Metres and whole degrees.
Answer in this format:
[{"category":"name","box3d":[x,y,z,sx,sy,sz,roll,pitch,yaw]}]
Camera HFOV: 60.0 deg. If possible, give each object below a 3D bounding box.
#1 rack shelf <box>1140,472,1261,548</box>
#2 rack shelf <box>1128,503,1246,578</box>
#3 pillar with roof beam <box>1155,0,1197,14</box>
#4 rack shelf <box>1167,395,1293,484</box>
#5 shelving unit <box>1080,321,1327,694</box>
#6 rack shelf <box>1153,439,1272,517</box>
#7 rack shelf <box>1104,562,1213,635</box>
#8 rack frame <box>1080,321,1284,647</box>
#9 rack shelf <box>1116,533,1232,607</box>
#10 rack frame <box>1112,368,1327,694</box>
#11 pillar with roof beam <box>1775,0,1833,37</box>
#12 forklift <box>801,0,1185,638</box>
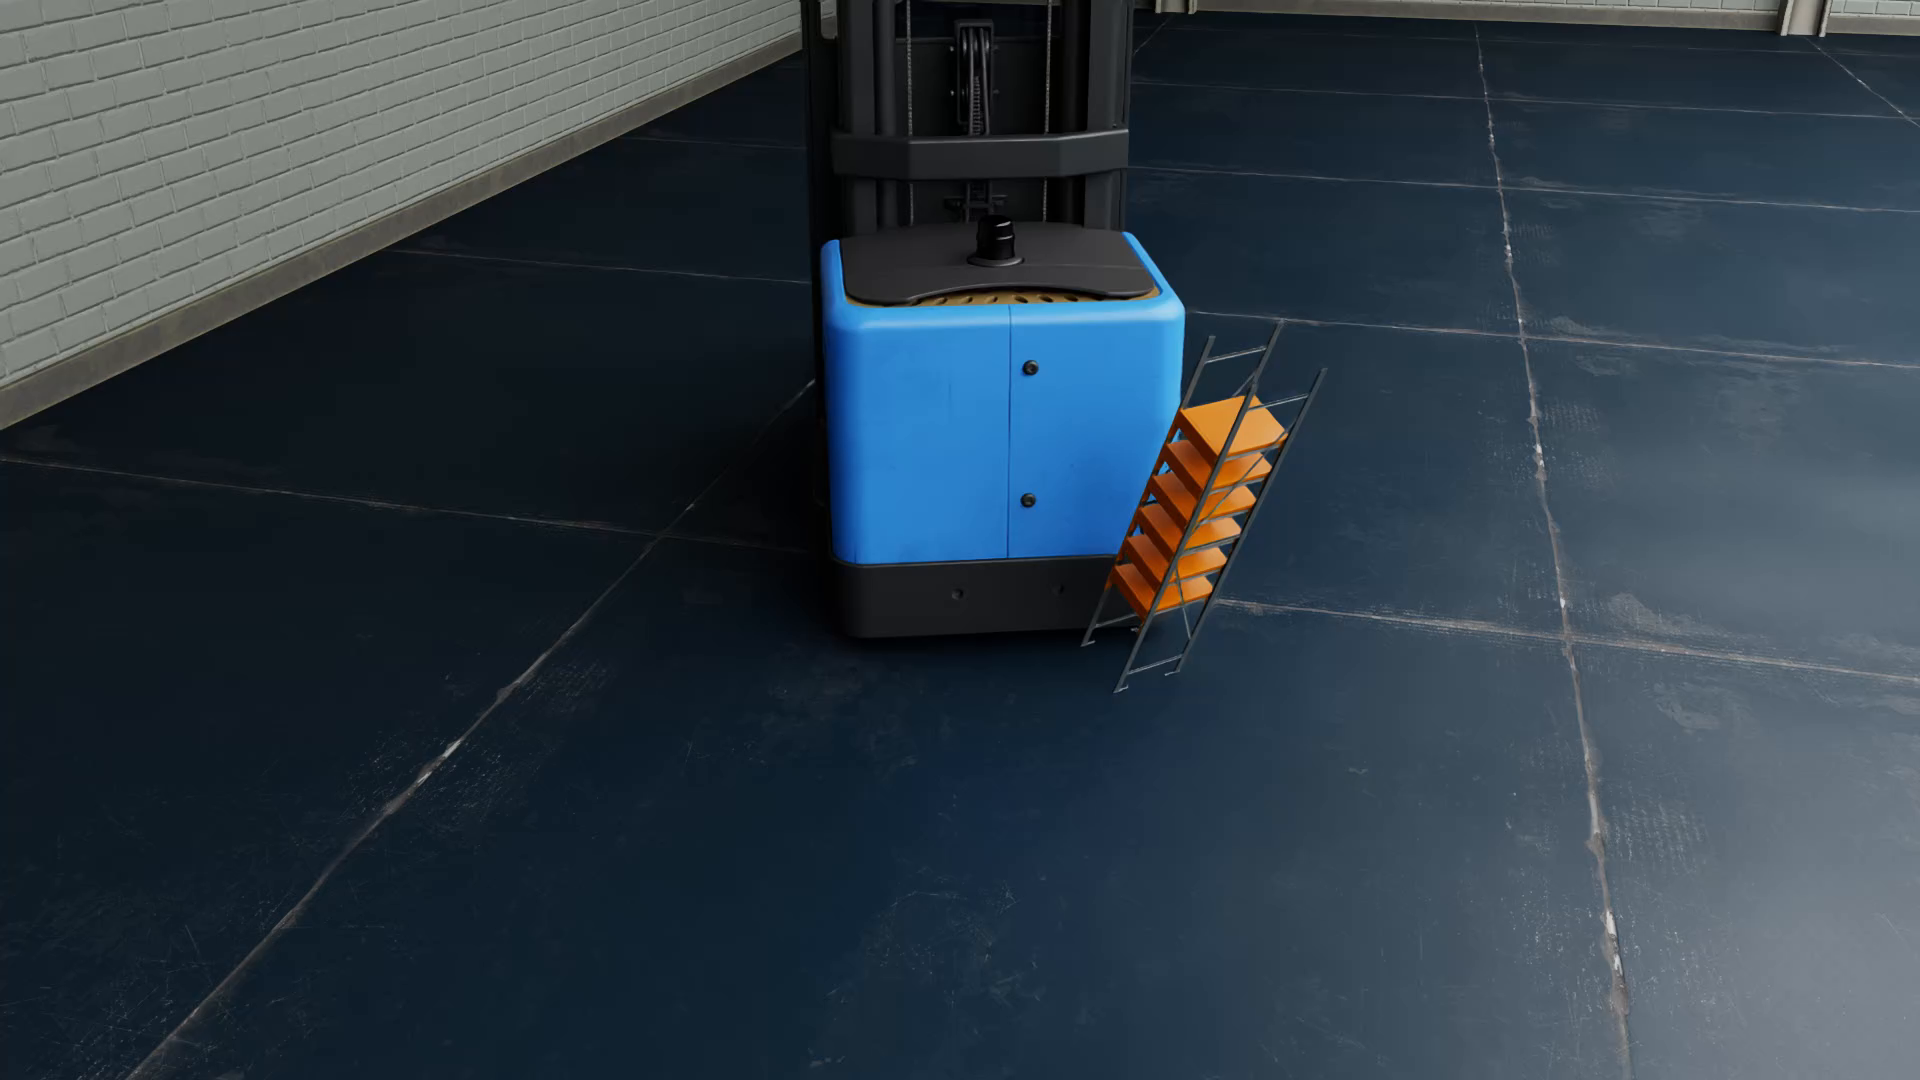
[{"category":"rack shelf","box3d":[0.643,-0.104,4.438,0.258,0.103,0.180,-15,53,-28]},{"category":"rack shelf","box3d":[0.617,-0.023,4.523,0.258,0.103,0.180,-15,53,-28]},{"category":"pillar with roof beam","box3d":[1.175,-7.775,11.613,0.400,9.000,9.100,6,26,13]},{"category":"rack shelf","box3d":[0.693,-0.266,4.269,0.258,0.103,0.180,-15,53,-28]},{"category":"shelving unit","box3d":[0.627,-0.053,4.492,0.258,1.200,0.189,-15,53,-28]},{"category":"rack shelf","box3d":[0.668,-0.185,4.354,0.258,0.103,0.180,-15,53,-28]},{"category":"rack shelf","box3d":[0.567,0.139,4.693,0.258,0.103,0.180,-15,53,-28]},{"category":"rack frame","box3d":[0.583,-0.117,4.540,0.240,1.200,0.006,-15,53,-28]},{"category":"rack shelf","box3d":[0.592,0.058,4.608,0.258,0.103,0.180,-15,53,-28]},{"category":"rack frame","box3d":[0.670,0.012,4.443,0.240,1.200,0.006,-15,53,-28]},{"category":"pillar with roof beam","box3d":[6.986,-7.133,10.263,0.400,9.000,9.100,6,26,13]},{"category":"forklift","box3d":[0.000,-1.629,5.763,1.130,2.935,3.031,-2,26,-5]}]
